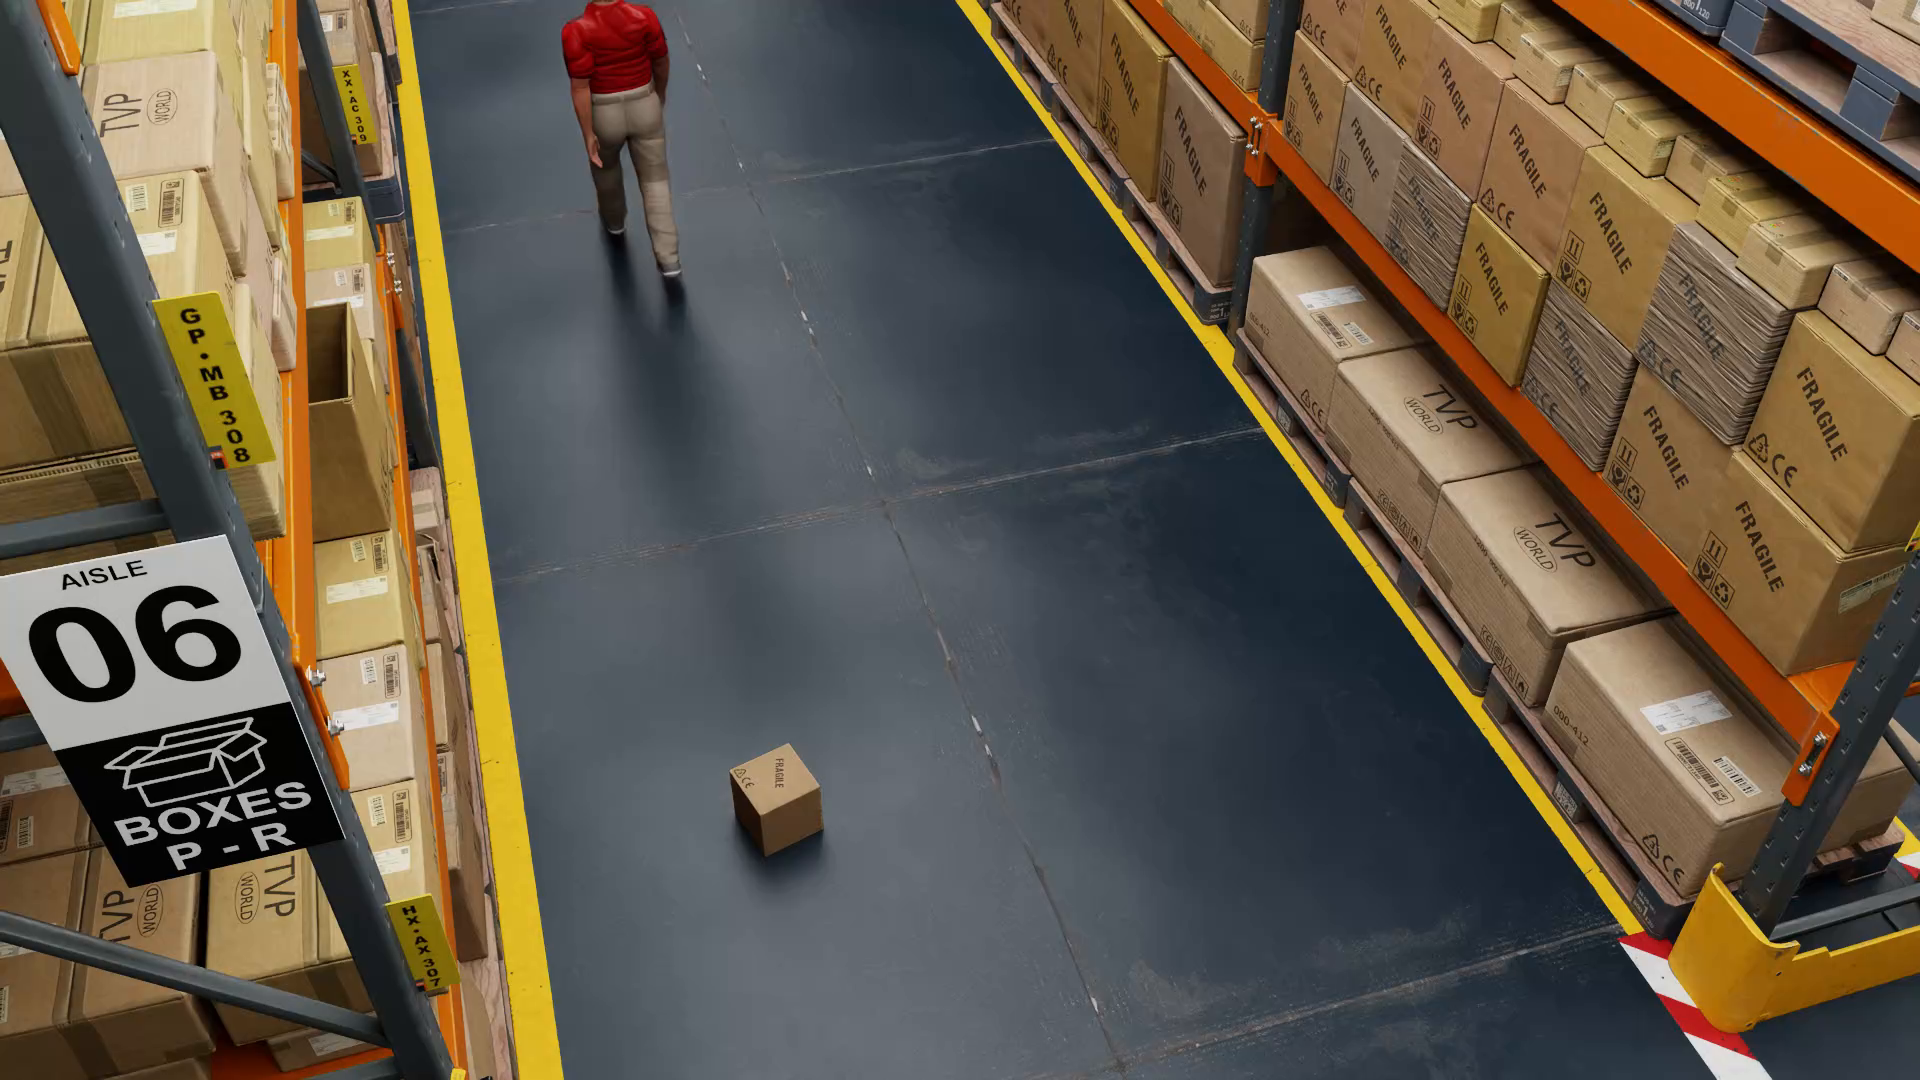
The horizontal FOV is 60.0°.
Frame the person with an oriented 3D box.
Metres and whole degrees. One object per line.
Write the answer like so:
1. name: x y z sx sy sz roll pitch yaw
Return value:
1. person: -1.751 -2.239 8.665 0.539 1.677 1.027 -13 44 -14
